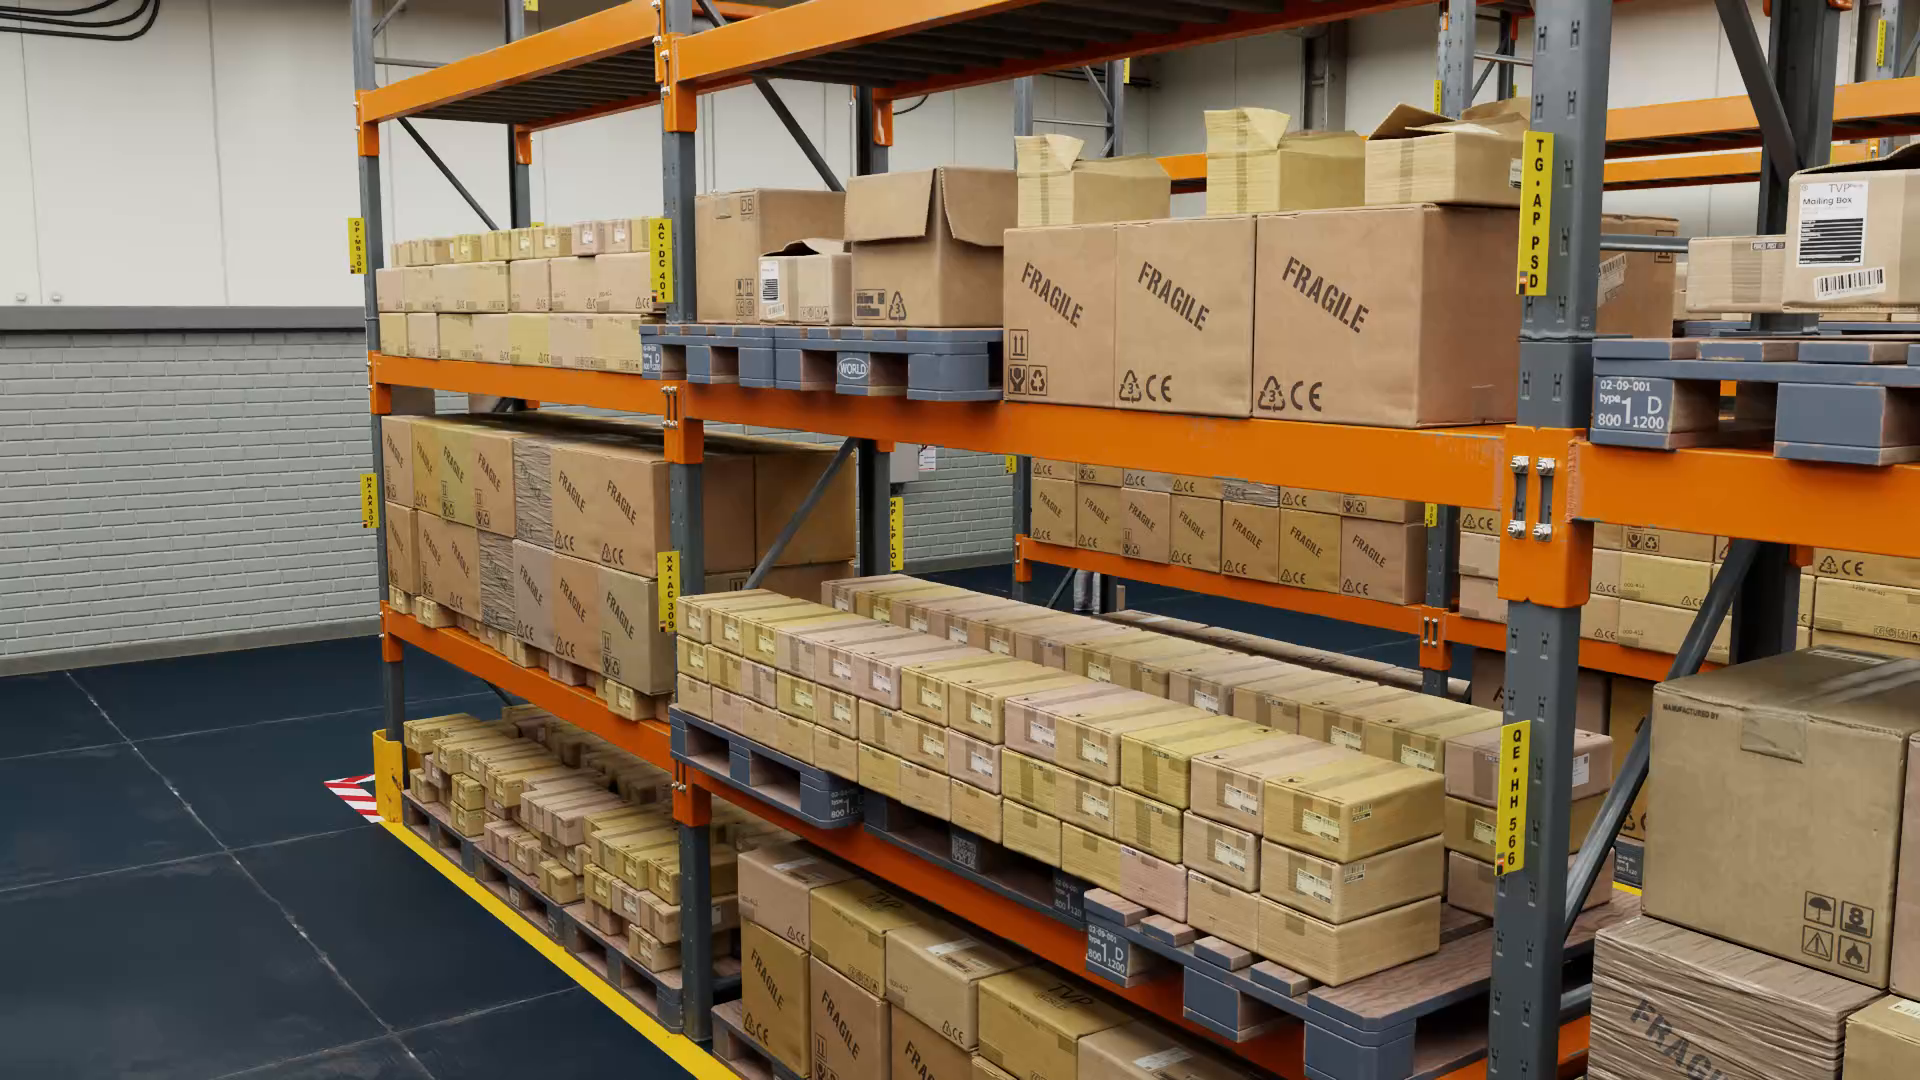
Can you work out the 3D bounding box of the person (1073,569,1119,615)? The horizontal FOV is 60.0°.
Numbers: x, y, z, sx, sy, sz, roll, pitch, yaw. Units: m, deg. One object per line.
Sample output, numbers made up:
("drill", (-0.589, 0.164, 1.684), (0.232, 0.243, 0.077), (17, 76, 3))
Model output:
("person", (1.353, -0.086, 16.904), (0.463, 1.667, 0.563), (-6, 10, -39))
